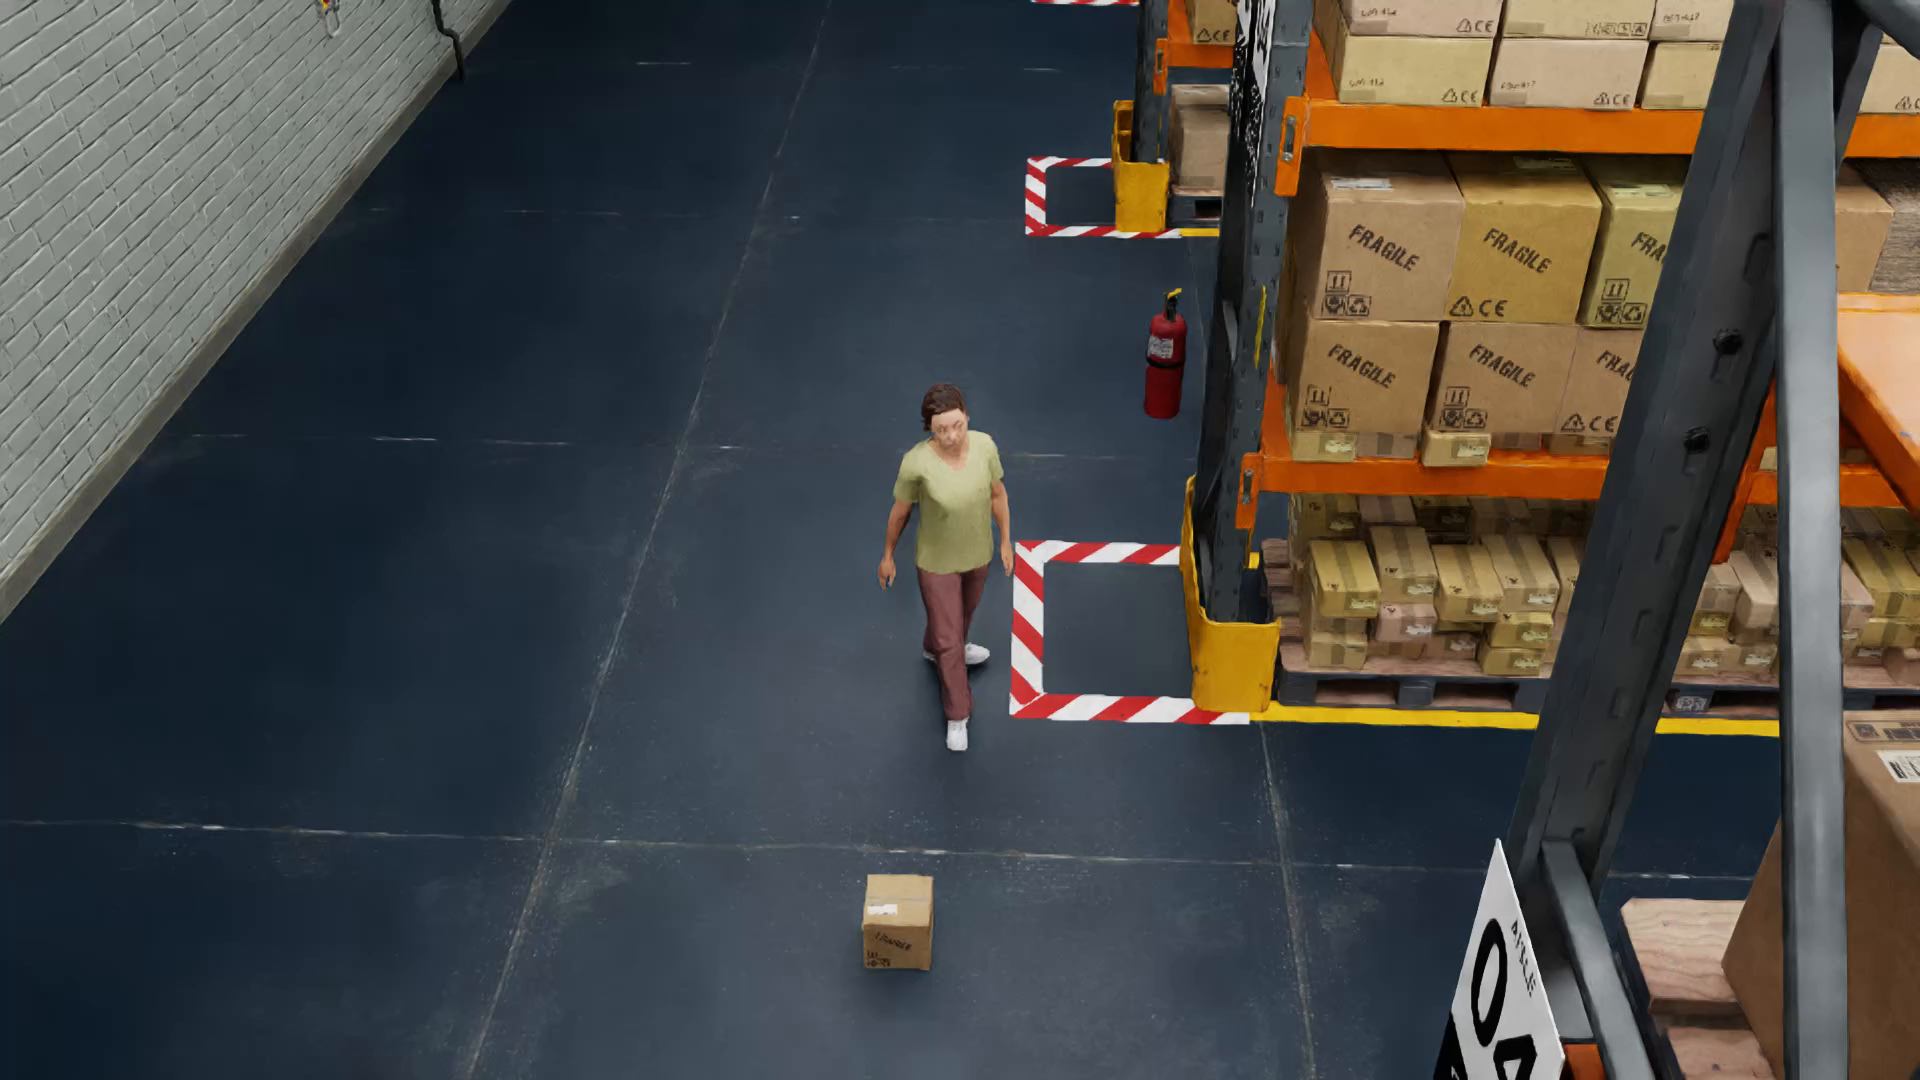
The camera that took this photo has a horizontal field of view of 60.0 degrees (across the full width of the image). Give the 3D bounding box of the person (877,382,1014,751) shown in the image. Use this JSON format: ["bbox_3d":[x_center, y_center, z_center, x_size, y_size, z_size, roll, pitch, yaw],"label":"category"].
[{"bbox_3d":[-0.048,0.060,7.041,0.585,1.662,0.665,-18,39,-23],"label":"person"}]
